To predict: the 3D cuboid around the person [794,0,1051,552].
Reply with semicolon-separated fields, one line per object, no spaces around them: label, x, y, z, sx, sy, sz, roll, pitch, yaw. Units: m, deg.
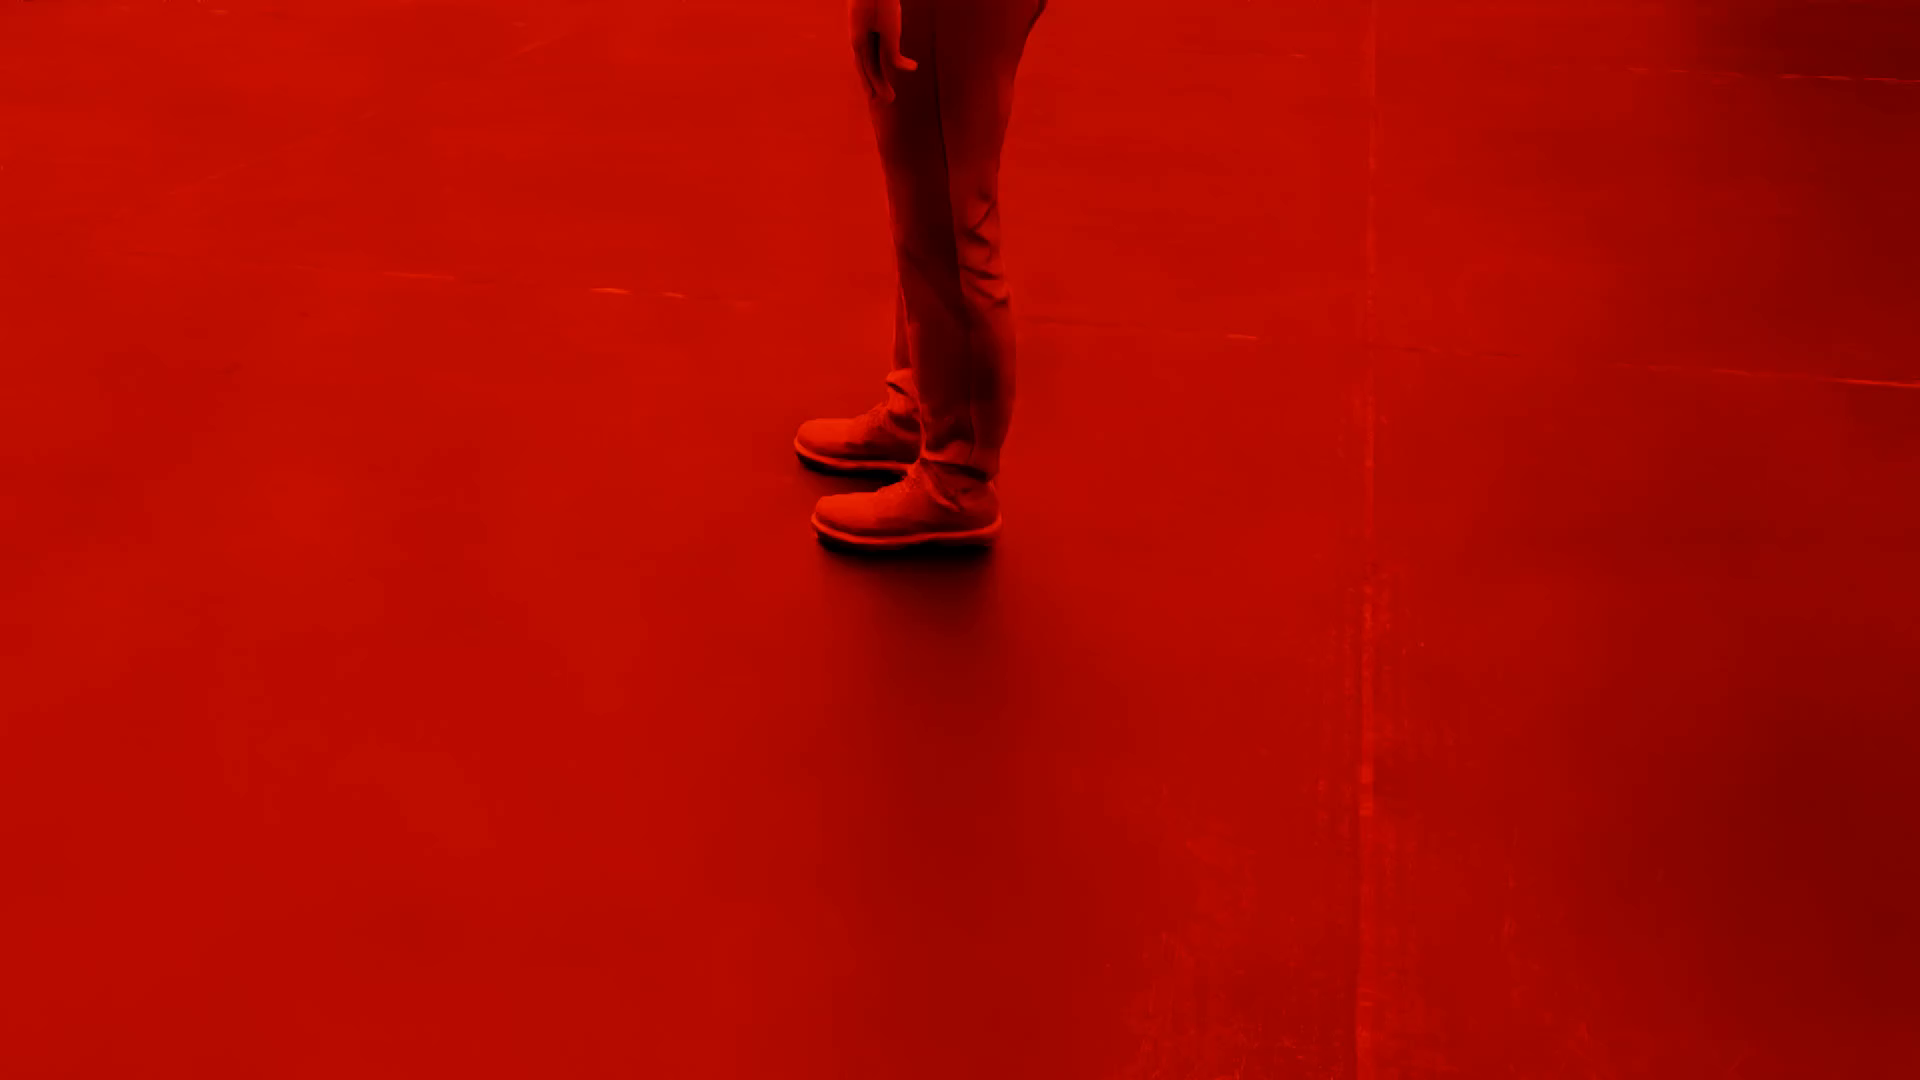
person;-0.065;-0.773;2.134;0.533;1.695;0.586;6;27;11
